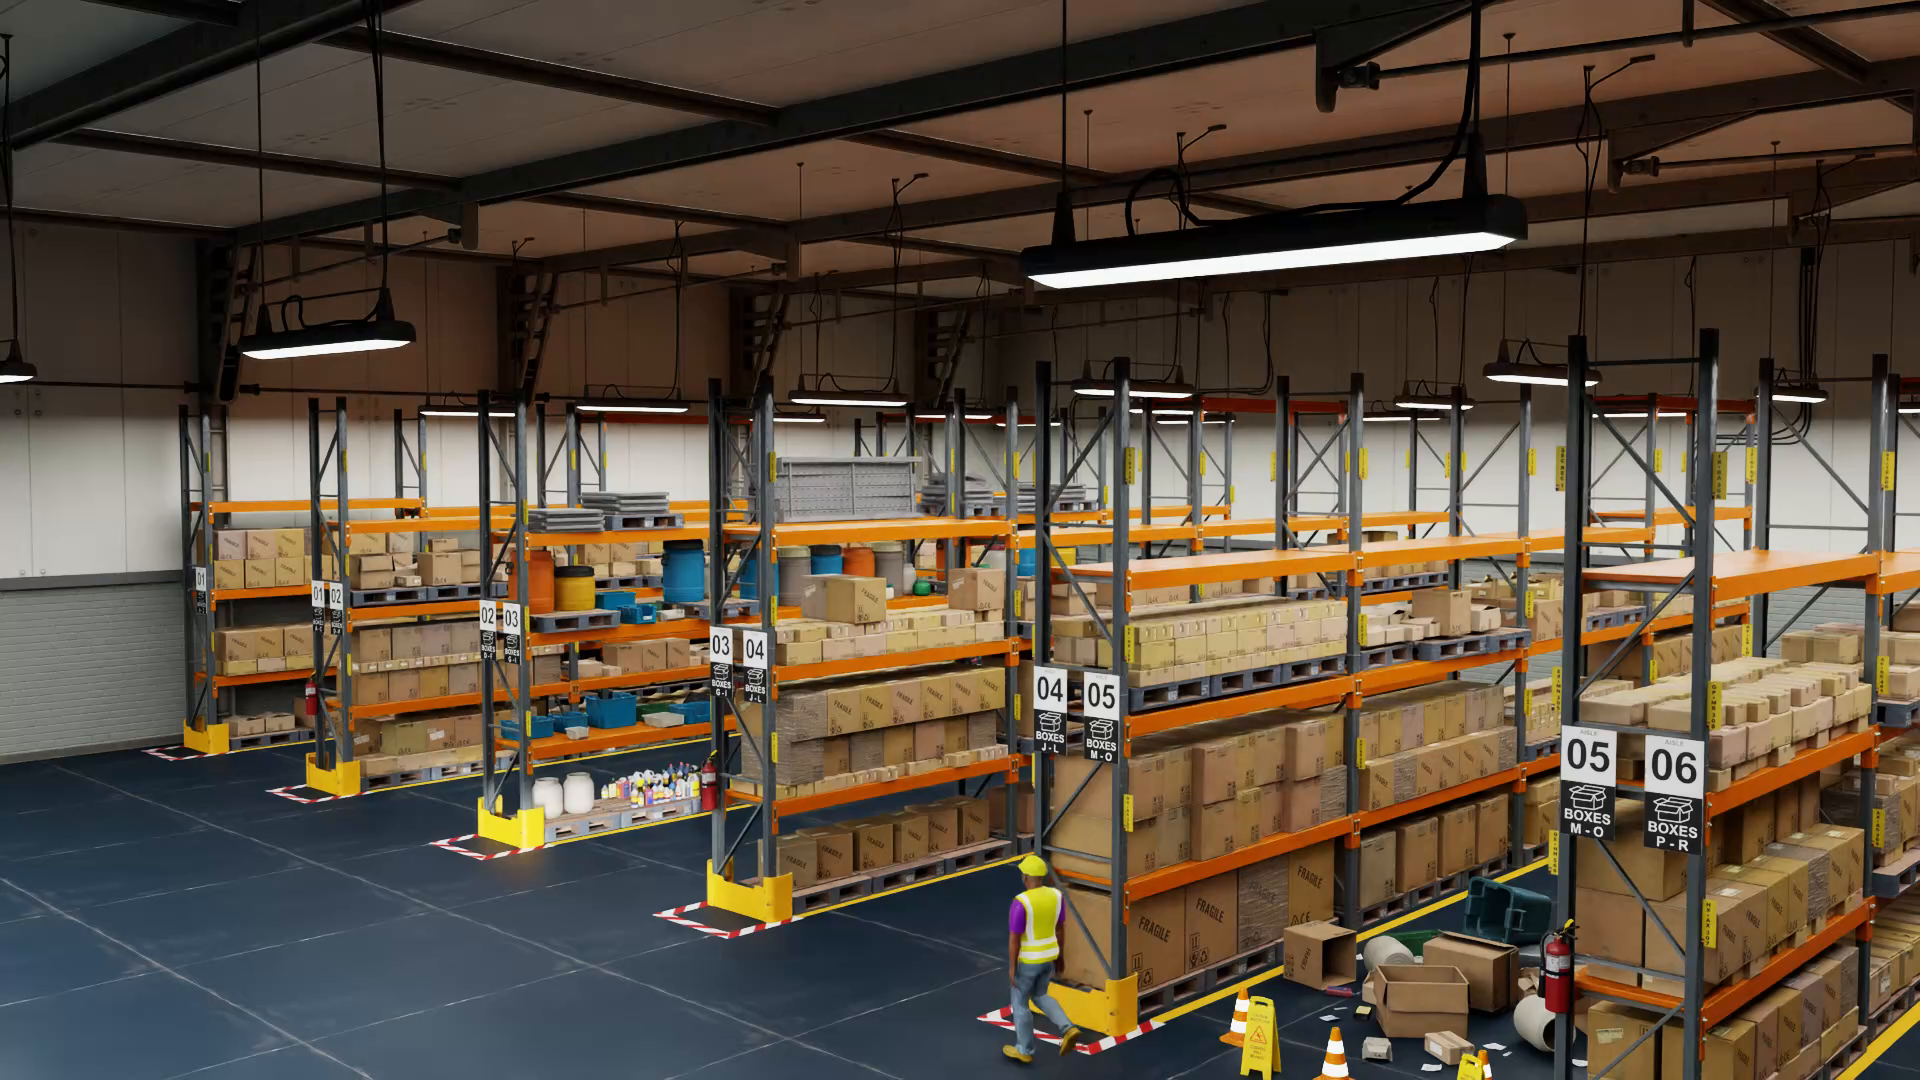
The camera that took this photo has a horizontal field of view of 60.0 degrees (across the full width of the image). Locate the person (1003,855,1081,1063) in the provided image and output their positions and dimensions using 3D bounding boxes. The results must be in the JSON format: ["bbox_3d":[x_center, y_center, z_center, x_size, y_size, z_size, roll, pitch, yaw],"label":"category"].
[{"bbox_3d":[0.662,3.534,14.002,0.693,1.755,0.582,3,4,42],"label":"person"}]
